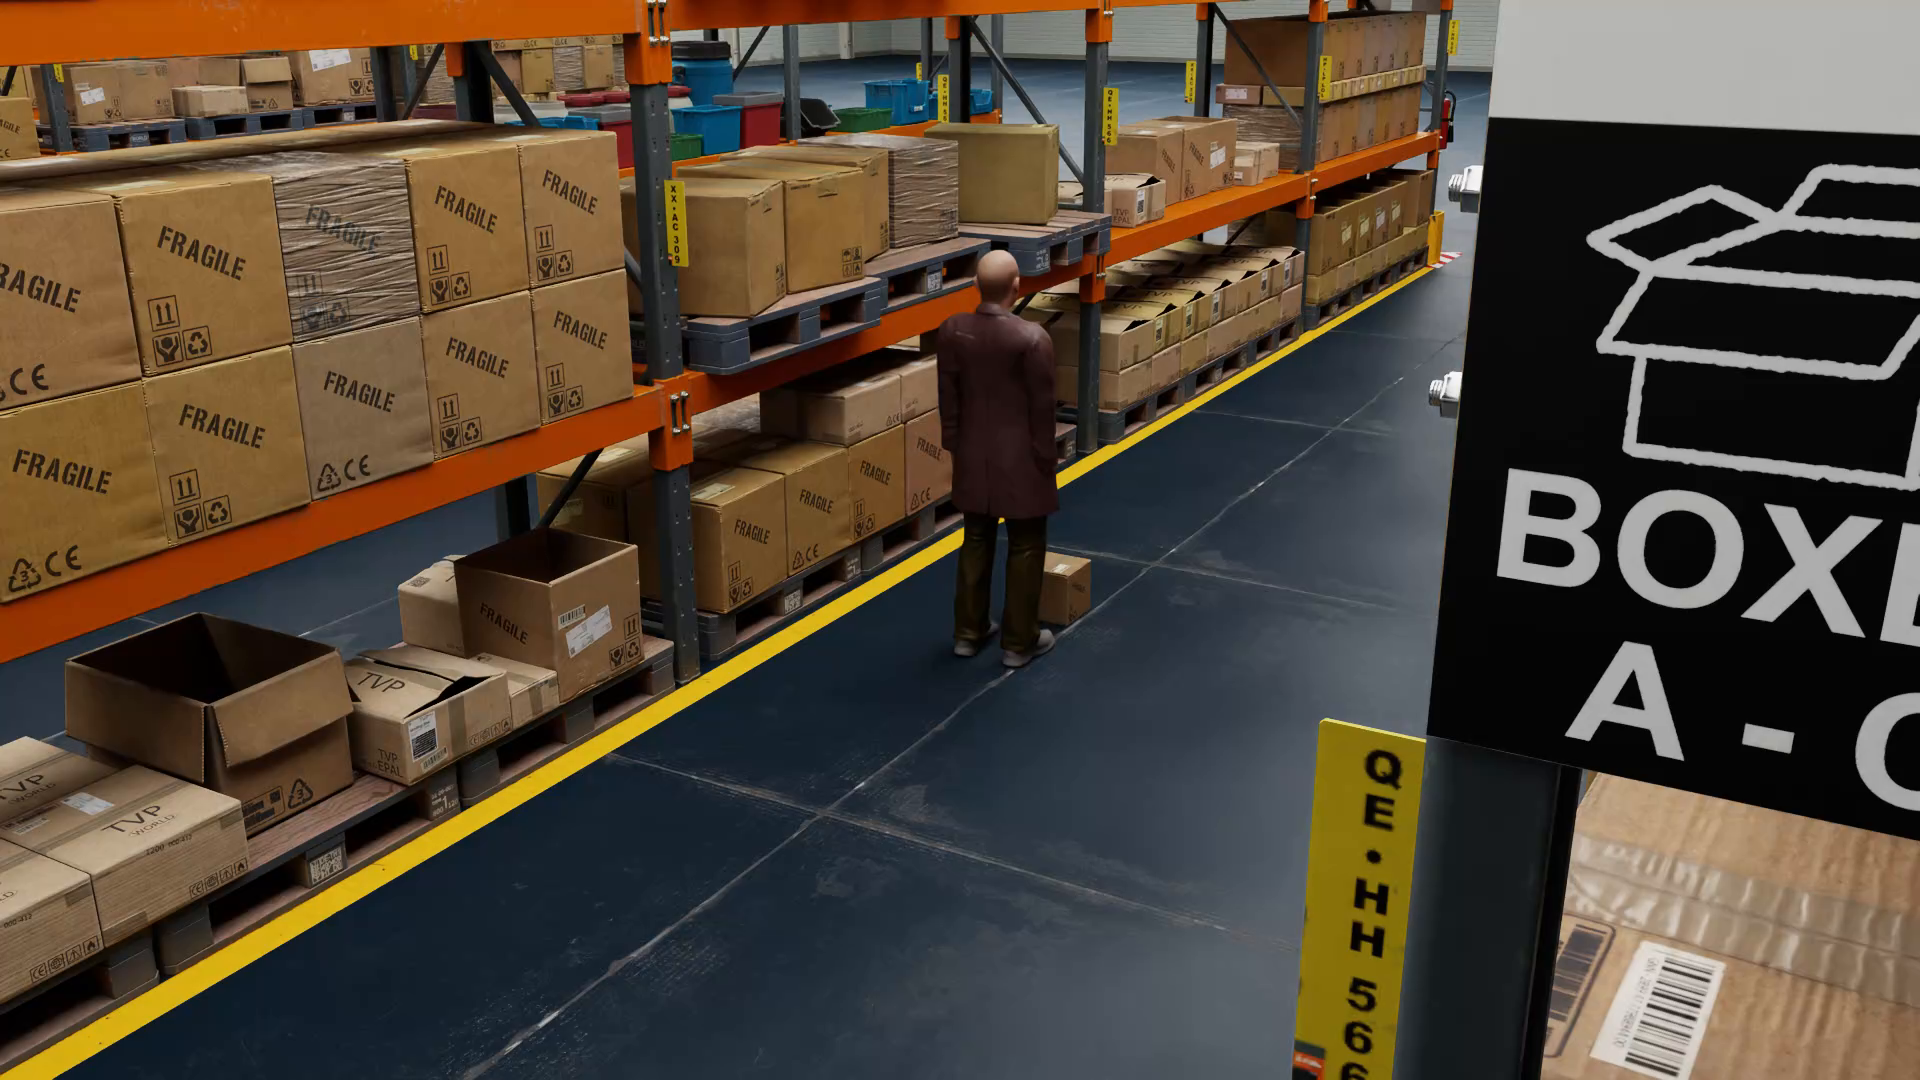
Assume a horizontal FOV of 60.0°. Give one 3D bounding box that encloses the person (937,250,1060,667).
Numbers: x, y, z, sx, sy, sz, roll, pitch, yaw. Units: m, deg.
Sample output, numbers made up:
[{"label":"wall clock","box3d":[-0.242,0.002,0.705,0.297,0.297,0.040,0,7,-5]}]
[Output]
[{"label":"person","box3d":[0.172,-0.351,7.114,0.563,1.779,0.383,11,22,29]}]
